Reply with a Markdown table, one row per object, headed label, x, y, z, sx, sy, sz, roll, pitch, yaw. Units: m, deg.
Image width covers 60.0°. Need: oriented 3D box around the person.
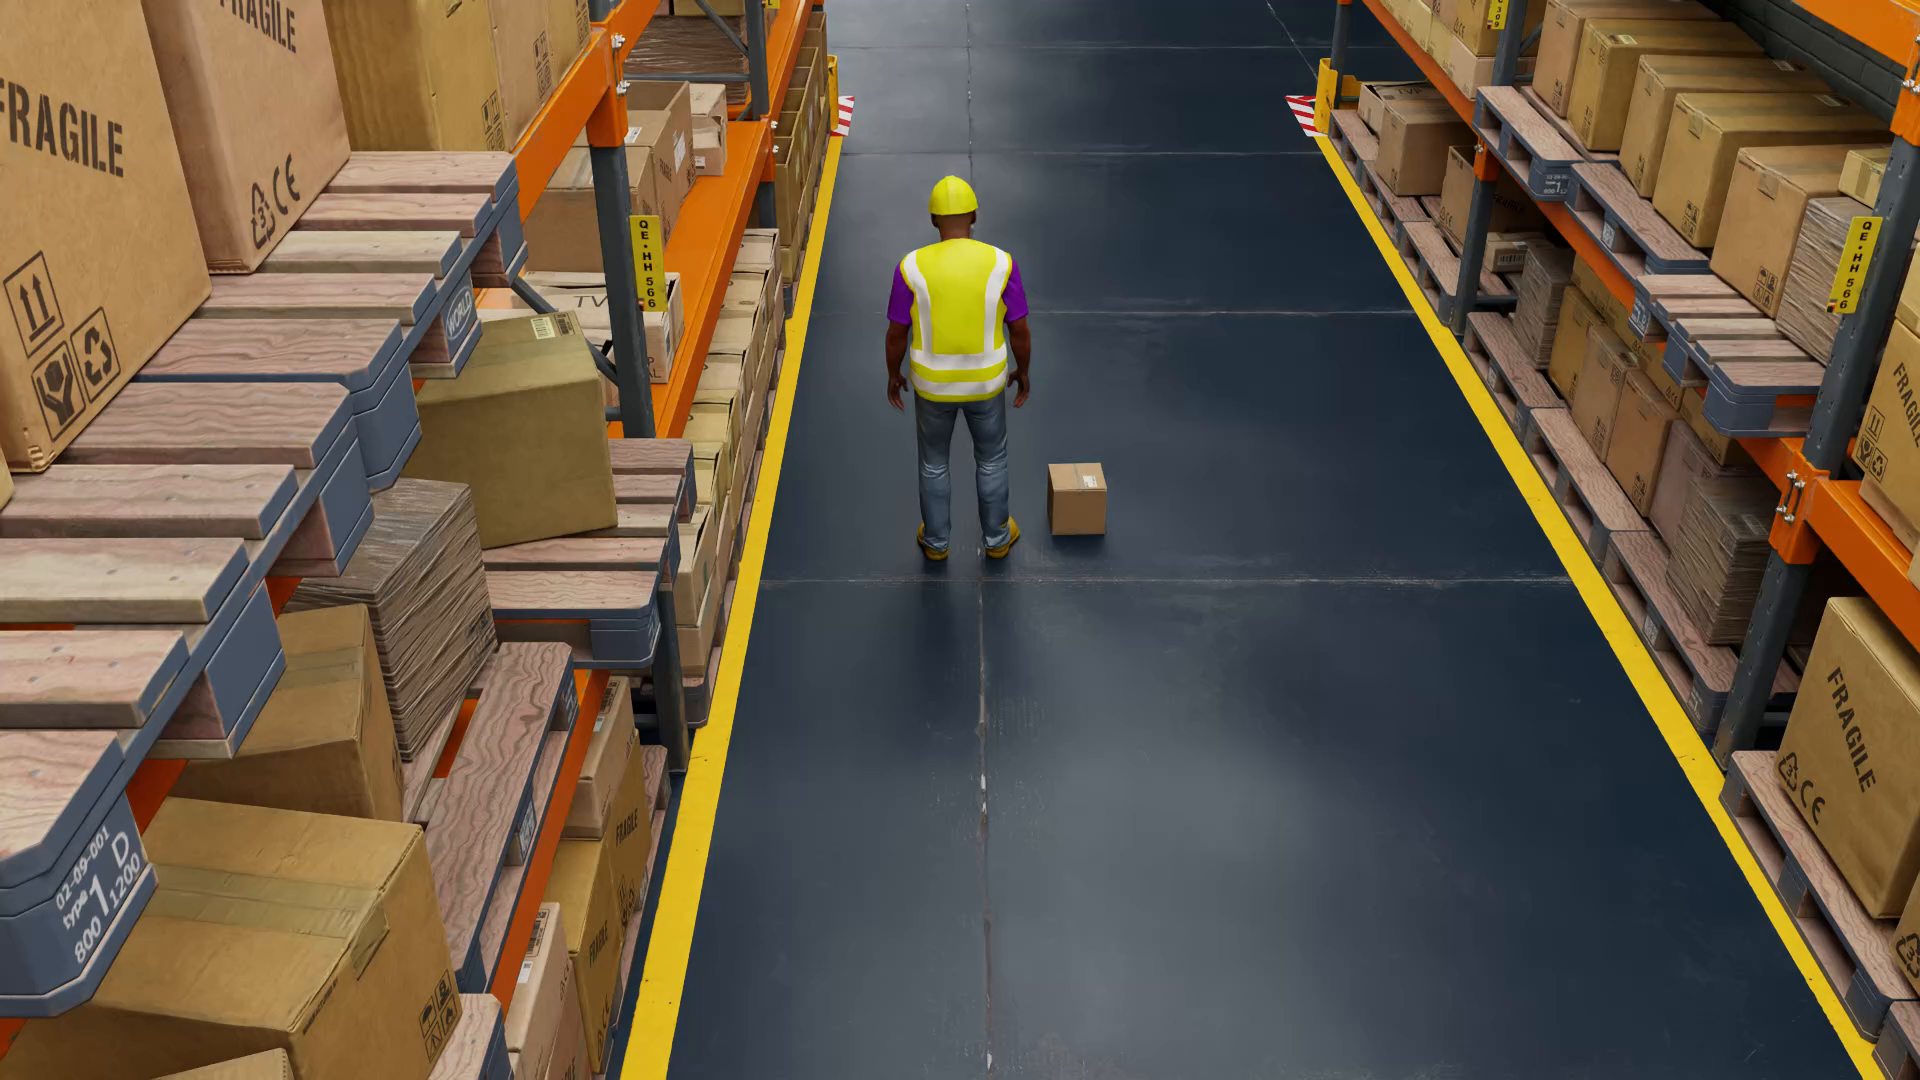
| label | x | y | z | sx | sy | sz | roll | pitch | yaw |
| --- | --- | --- | --- | --- | --- | --- | --- | --- | --- |
| person | -0.005 | -0.723 | 7.304 | 0.635 | 1.760 | 0.462 | -1 | 31 | -1 |
